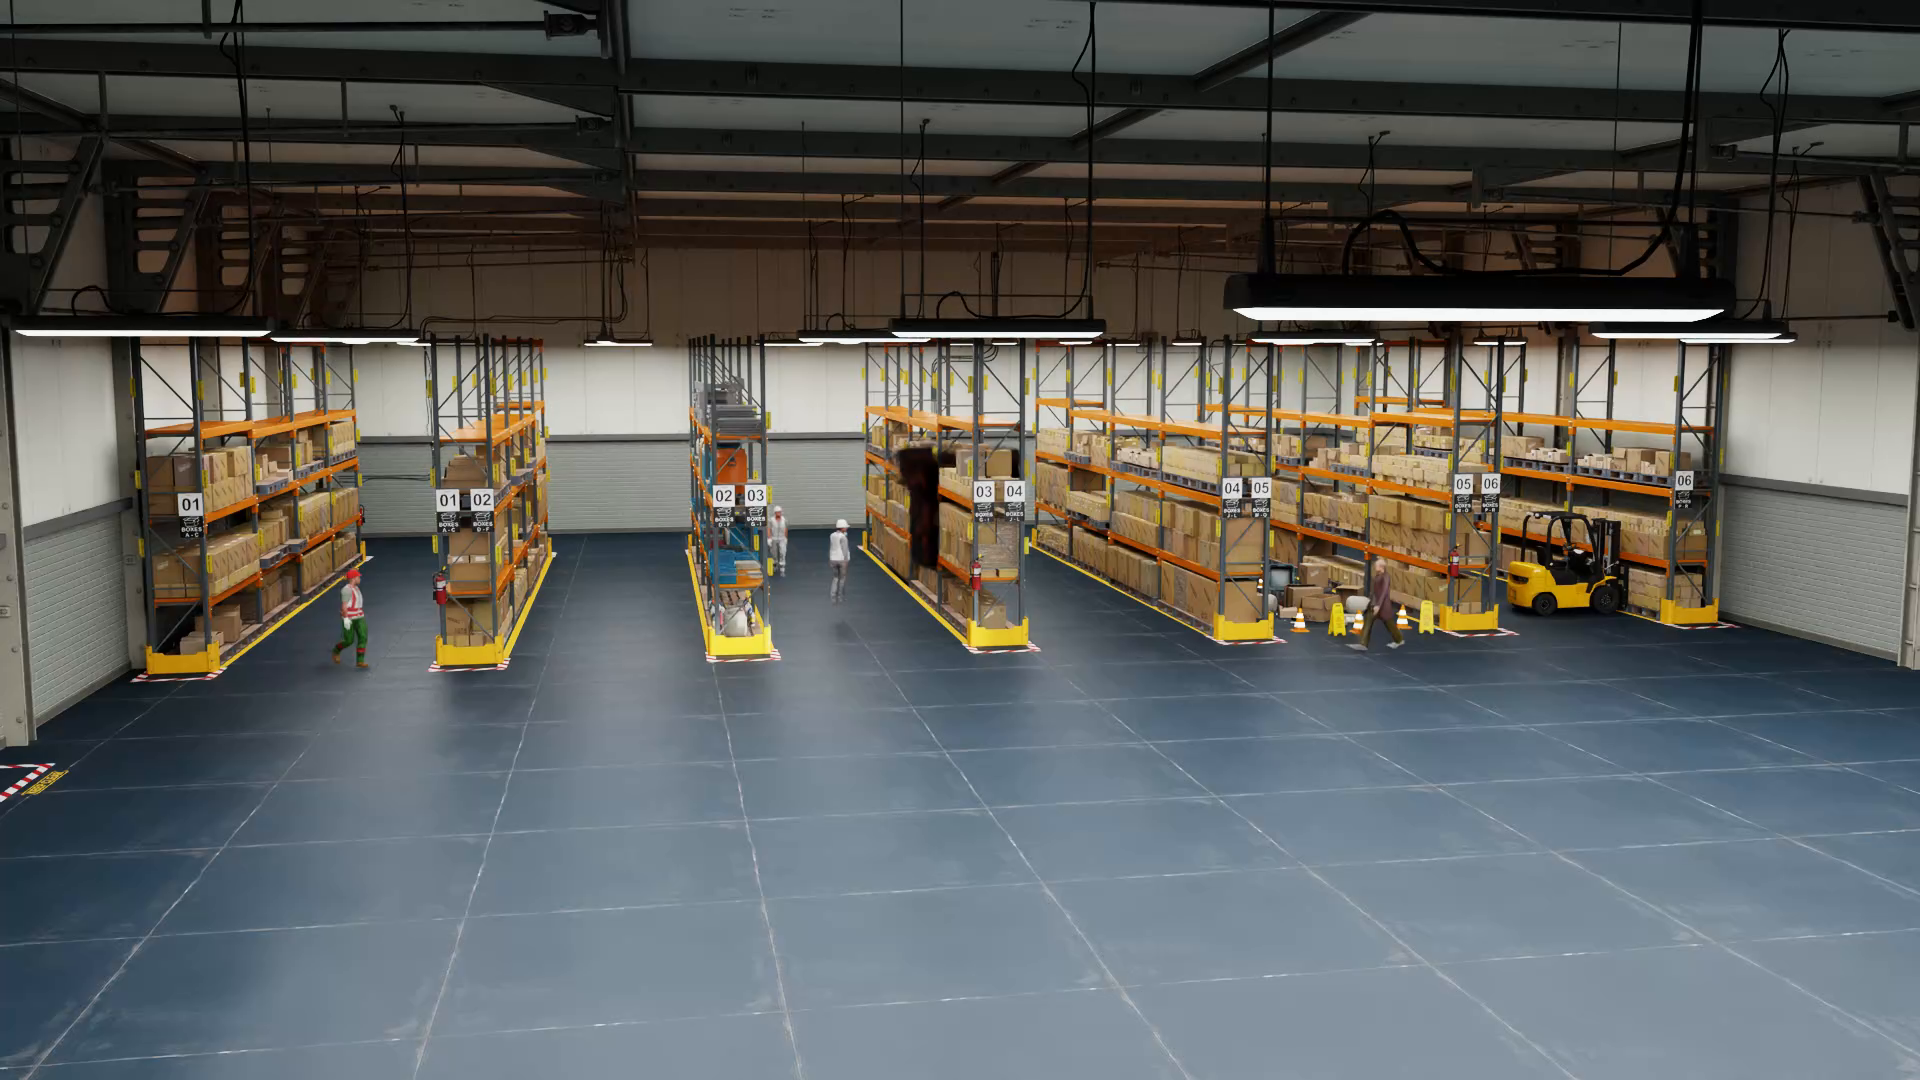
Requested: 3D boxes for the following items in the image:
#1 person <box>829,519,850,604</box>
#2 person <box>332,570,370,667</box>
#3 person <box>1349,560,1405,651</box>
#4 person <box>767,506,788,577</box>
[{"bbox_3d":[-2.611,0.471,35.712,0.528,1.833,0.441,3,7,24],"label":"person"},{"bbox_3d":[-10.984,1.412,29.946,0.730,1.766,0.538,4,7,29],"label":"person"},{"bbox_3d":[7.976,1.242,31.598,1.113,1.740,0.539,-4,8,-32],"label":"person"},{"bbox_3d":[-4.615,0.016,42.111,0.537,1.748,0.994,-1,7,-11],"label":"person"}]
